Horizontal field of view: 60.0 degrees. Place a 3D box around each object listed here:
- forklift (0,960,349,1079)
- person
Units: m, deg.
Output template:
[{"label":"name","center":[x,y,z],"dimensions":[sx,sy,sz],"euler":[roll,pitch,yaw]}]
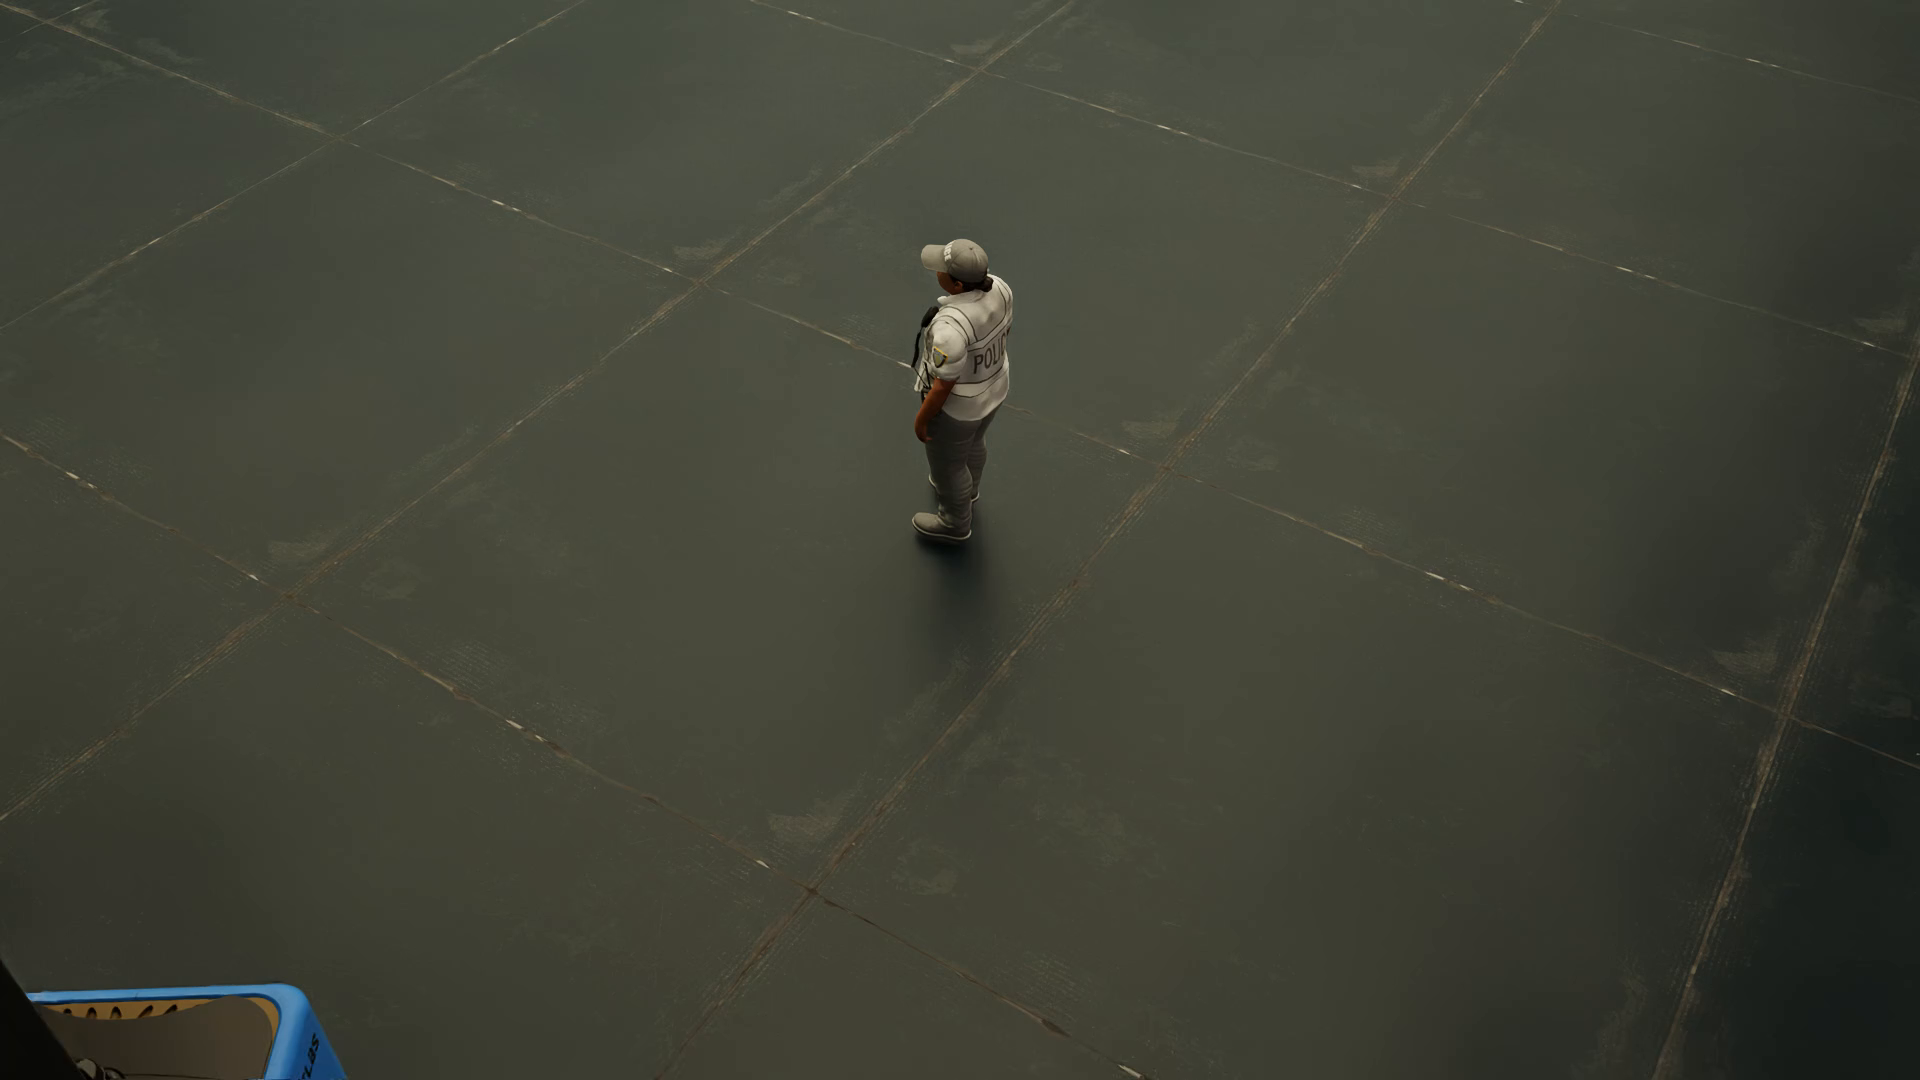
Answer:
[{"label":"forklift","center":[-2.409,2.080,3.654],"dimensions":[1.130,2.935,3.031],"euler":[-2,44,-2]},{"label":"person","center":[-0.052,-0.681,7.417],"dimensions":[0.529,1.670,0.598],"euler":[24,48,23]}]
